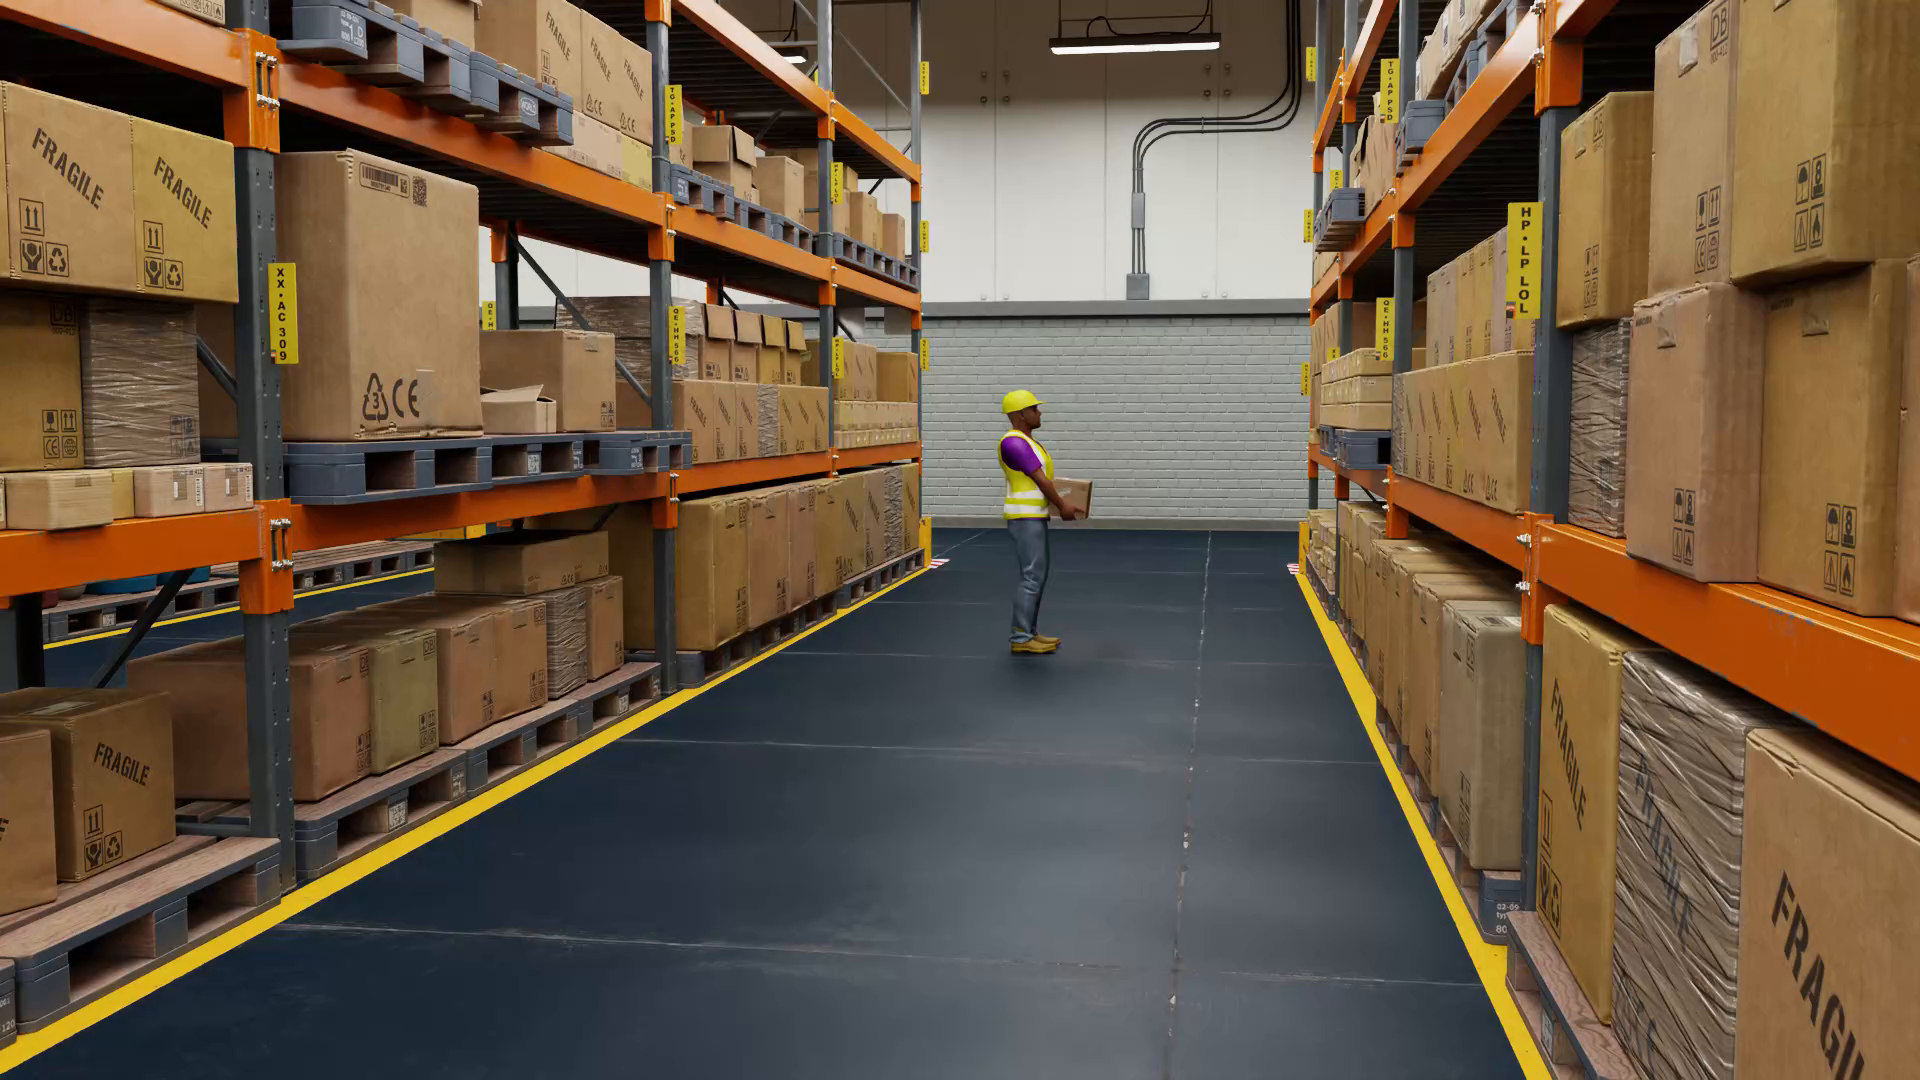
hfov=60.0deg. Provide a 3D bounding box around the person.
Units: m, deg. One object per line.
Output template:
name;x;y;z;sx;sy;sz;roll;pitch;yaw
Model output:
person;0.565;-0.132;11.230;0.587;1.761;0.502;1;4;9
